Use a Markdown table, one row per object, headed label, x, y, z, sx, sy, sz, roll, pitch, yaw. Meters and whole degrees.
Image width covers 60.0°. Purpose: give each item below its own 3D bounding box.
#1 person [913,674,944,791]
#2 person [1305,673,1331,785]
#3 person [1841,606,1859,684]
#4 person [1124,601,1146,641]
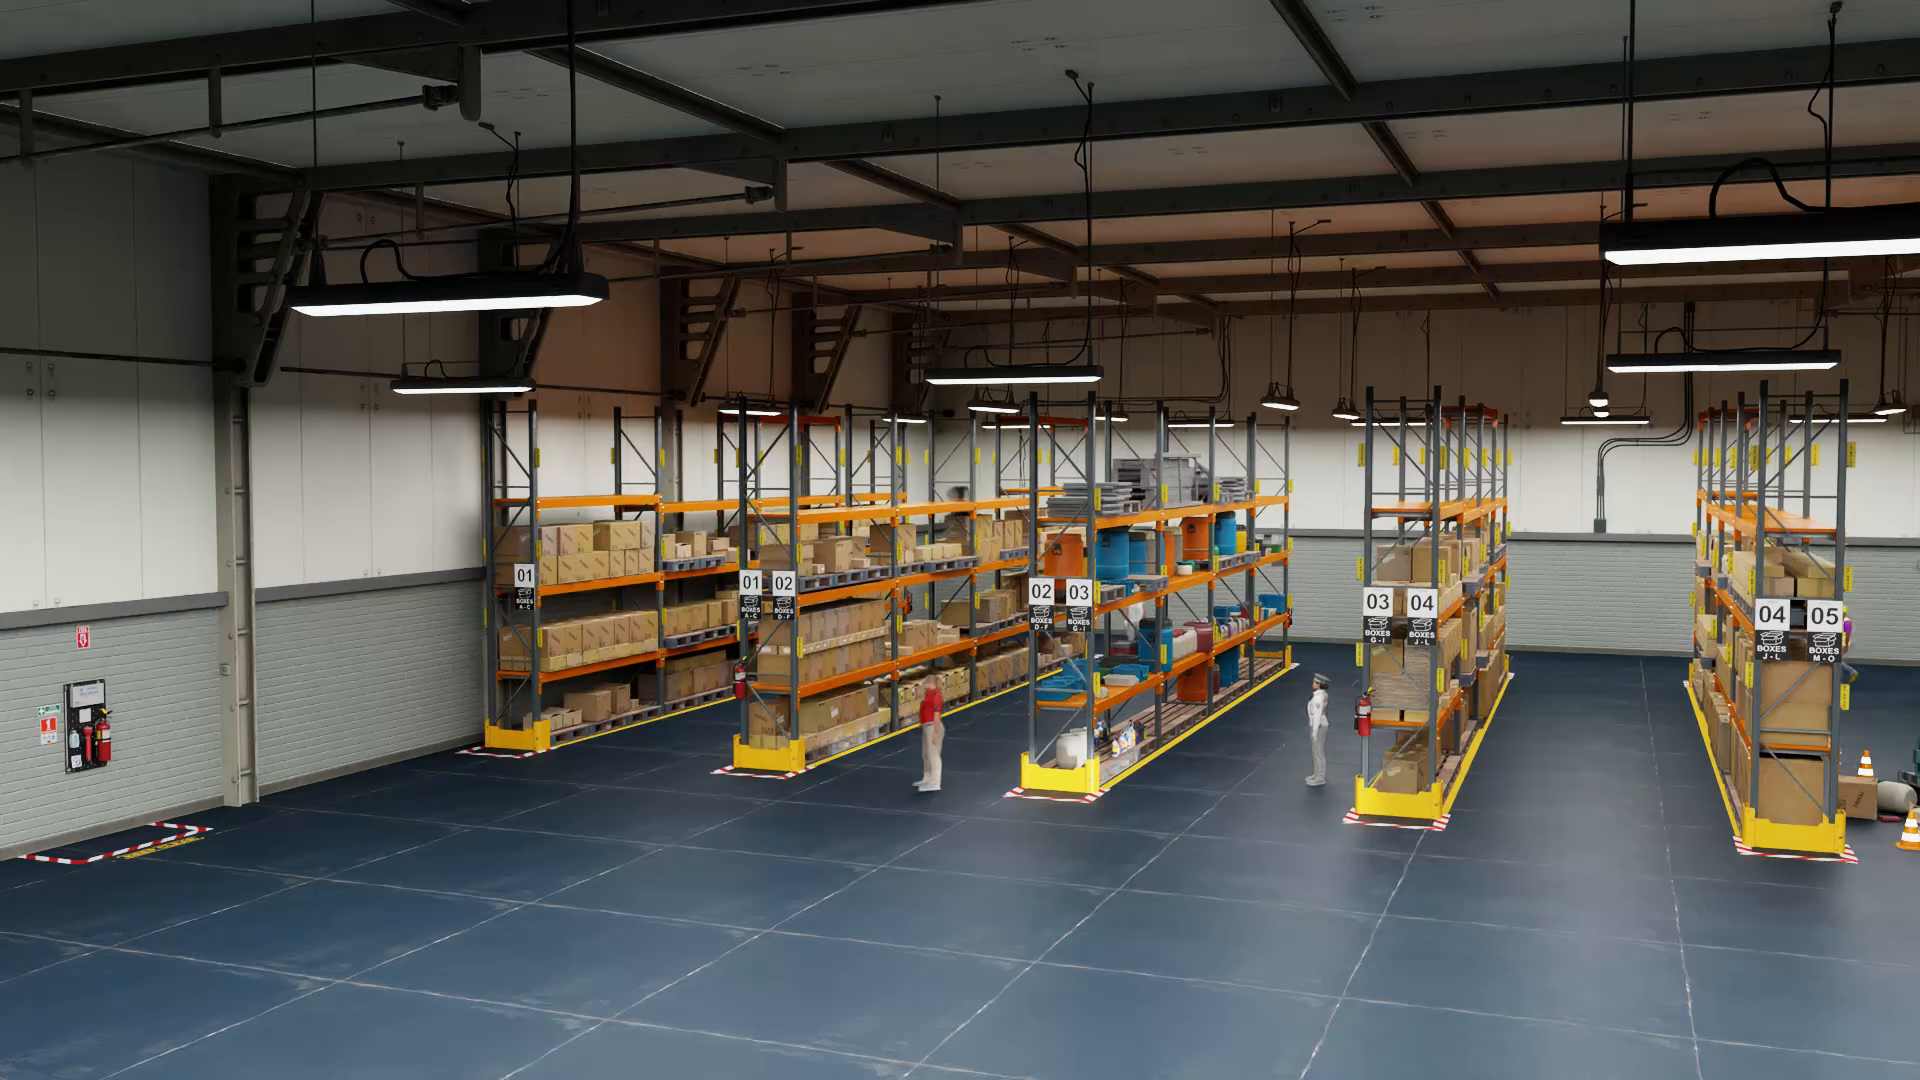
| label | x | y | z | sx | sy | sz | roll | pitch | yaw |
| --- | --- | --- | --- | --- | --- | --- | --- | --- | --- |
| person | -0.473 | 2.891 | 25.100 | 0.442 | 1.731 | 0.577 | -1 | 3 | -13 |
| person | 5.489 | 2.890 | 25.524 | 0.380 | 1.698 | 0.514 | 0 | 3 | 8 |
| person | 19.367 | 2.311 | 36.454 | 0.579 | 1.755 | 0.571 | 1 | 3 | 20 |
| person | 4.346 | 2.074 | 41.082 | 0.623 | 1.782 | 0.810 | -1 | 3 | -10 |
